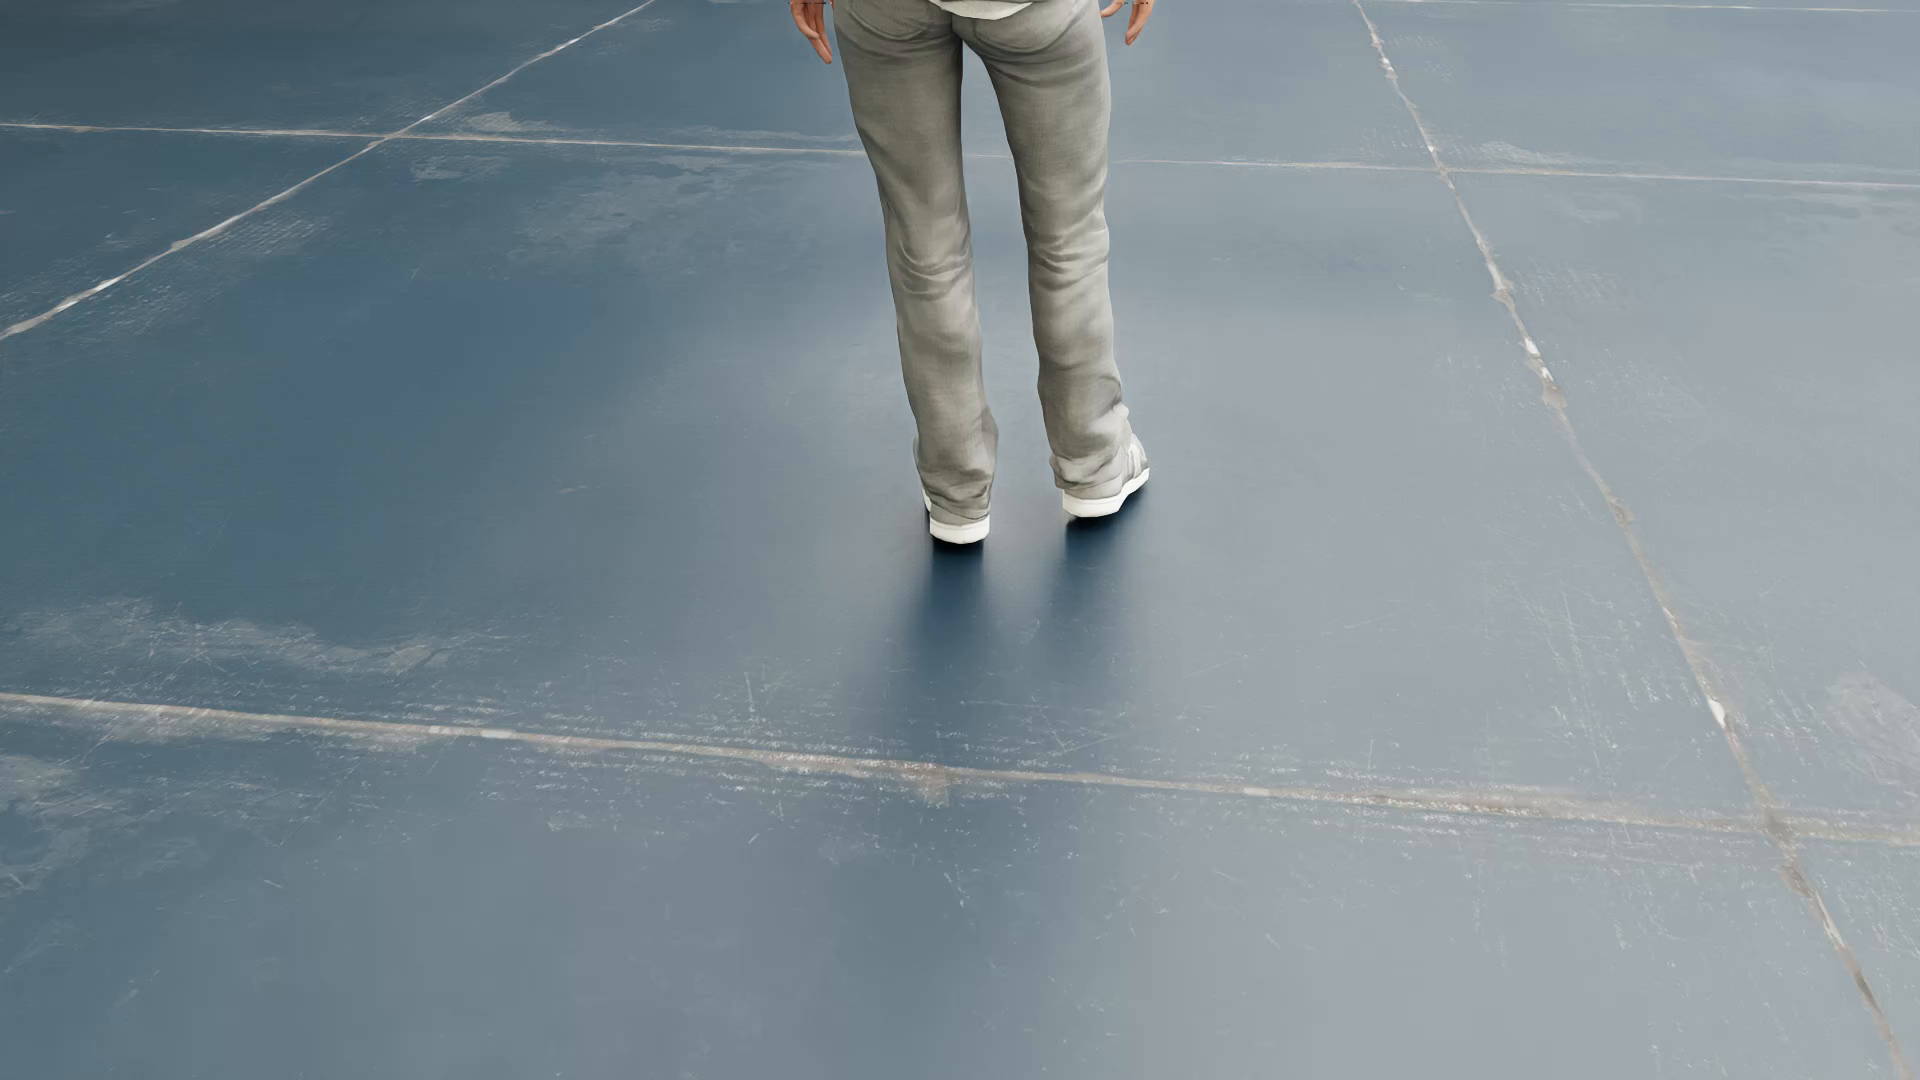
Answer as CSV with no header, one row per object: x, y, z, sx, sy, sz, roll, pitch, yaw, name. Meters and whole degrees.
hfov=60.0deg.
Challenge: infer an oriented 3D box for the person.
0.023,-0.753,2.205,0.521,1.599,0.473,3,27,7,person
